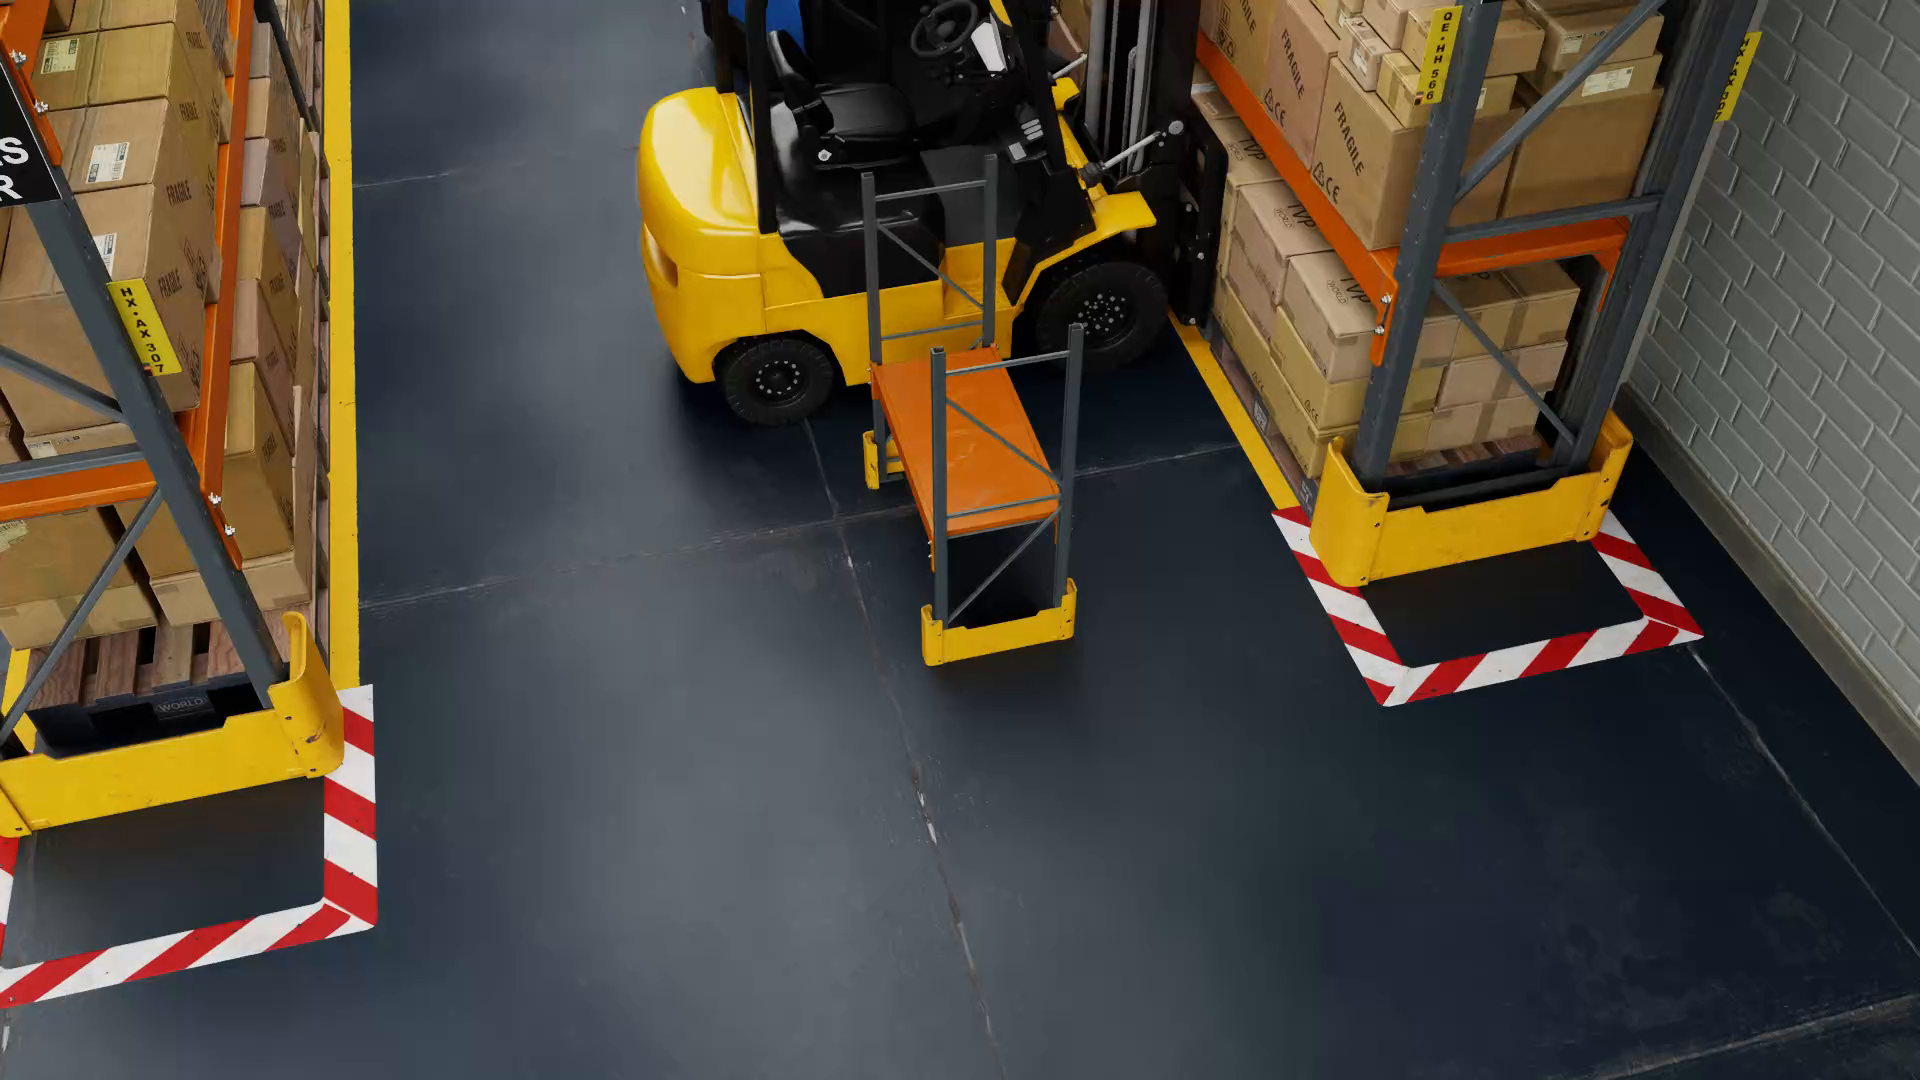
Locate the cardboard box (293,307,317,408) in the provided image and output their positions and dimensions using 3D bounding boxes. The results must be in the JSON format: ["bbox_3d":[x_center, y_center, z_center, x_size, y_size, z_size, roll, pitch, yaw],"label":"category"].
[{"bbox_3d":[-3.006,-0.704,6.971,0.500,0.250,0.500,-8,46,-8],"label":"cardboard box"}]

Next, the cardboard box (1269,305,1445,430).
[{"bbox_3d":[1.579,-0.733,6.649,0.500,0.250,0.500,-11,47,-11],"label":"cardboard box"}]

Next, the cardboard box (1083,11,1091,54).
[{"bbox_3d":[0.939,-2.478,8.359,0.500,0.250,0.500,-11,47,-11],"label":"cardboard box"}]

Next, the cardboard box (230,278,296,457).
[{"bbox_3d":[-2.875,-0.615,6.359,0.500,0.500,0.500,-12,47,-12],"label":"cardboard box"}]

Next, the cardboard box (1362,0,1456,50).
[{"bbox_3d":[1.618,-1.834,5.715,0.380,0.149,0.250,-11,47,-10],"label":"cardboard box"}]

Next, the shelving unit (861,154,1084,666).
[{"bbox_3d":[0.020,-0.472,6.163,0.587,1.500,1.083,-11,47,-10],"label":"shelving unit"}]

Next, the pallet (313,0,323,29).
[{"bbox_3d":[-4.332,-3.351,9.886,1.003,0.211,1.213,-11,47,-10],"label":"pallet"}]

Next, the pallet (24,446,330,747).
[{"bbox_3d":[-2.984,0.172,6.434,1.003,0.211,1.213,-11,47,-10],"label":"pallet"}]

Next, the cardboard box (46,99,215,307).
[{"bbox_3d":[-2.780,-1.058,5.408,0.500,0.500,0.500,-9,46,-9],"label":"cardboard box"}]

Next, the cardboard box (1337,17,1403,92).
[{"bbox_3d":[1.553,-1.716,5.807,0.380,0.149,0.250,-10,46,-10],"label":"cardboard box"}]

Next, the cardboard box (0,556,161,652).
[{"bbox_3d":[-3.264,0.106,6.177,0.500,0.250,0.500,-11,47,-11],"label":"cardboard box"}]

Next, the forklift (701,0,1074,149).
[{"bbox_3d":[-0.144,-3.296,7.928,1.130,2.935,3.031,-30,53,-26],"label":"forklift"}]

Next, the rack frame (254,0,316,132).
[{"bbox_3d":[-3.815,-2.946,7.537,1.000,3.000,0.127,-11,47,-10],"label":"rack frame"}]

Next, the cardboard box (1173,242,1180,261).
[{"bbox_3d":[1.188,-1.592,7.841,0.500,0.250,0.500,-9,46,-9],"label":"cardboard box"}]

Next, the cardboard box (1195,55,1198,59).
[{"bbox_3d":[1.062,-2.303,7.838,0.500,0.250,0.500,-9,46,-9],"label":"cardboard box"}]

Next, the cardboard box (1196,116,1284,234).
[{"bbox_3d":[1.312,-1.588,7.137,0.500,0.250,0.500,-10,46,-10],"label":"cardboard box"}]

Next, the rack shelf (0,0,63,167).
[{"bbox_3d":[-3.303,-2.363,5.369,1.077,0.370,4.000,-11,47,-10],"label":"rack shelf"}]

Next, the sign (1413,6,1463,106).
[{"bbox_3d":[1.478,-1.493,5.136,0.100,0.325,0.005,-11,47,-10],"label":"sign"}]

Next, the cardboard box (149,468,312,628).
[{"bbox_3d":[-2.730,0.024,6.258,0.500,0.250,0.500,-11,47,-11],"label":"cardboard box"}]

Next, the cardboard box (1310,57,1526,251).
[{"bbox_3d":[1.626,-1.421,5.972,0.500,0.500,0.500,-12,47,-11],"label":"cardboard box"}]

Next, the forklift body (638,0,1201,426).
[{"bbox_3d":[-0.243,-1.773,6.982,2.313,2.155,1.214,-11,47,-10],"label":"forklift body"}]

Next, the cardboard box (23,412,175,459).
[{"bbox_3d":[-2.678,-0.369,5.187,0.380,0.149,0.250,-11,47,-10],"label":"cardboard box"}]

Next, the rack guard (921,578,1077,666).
[{"bbox_3d":[0.147,0.309,6.272,0.587,0.250,0.087,-11,47,-10],"label":"rack guard"}]

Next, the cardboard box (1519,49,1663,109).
[{"bbox_3d":[2.170,-1.638,5.731,0.380,0.149,0.250,-12,47,-11],"label":"cardboard box"}]

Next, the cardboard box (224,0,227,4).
[{"bbox_3d":[-3.322,-2.470,6.792,0.500,0.500,0.500,-9,46,-9],"label":"cardboard box"}]

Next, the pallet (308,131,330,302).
[{"bbox_3d":[-3.609,-1.513,8.085,1.003,0.211,1.213,-11,47,-10],"label":"pallet"}]

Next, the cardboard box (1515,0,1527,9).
[{"bbox_3d":[2.119,-1.926,5.805,0.380,0.149,0.250,-9,46,-9],"label":"cardboard box"}]

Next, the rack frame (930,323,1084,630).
[{"bbox_3d":[0.152,-0.115,5.813,0.500,1.500,0.032,-11,47,-10],"label":"rack frame"}]

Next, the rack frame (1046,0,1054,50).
[{"bbox_3d":[0.982,-3.856,8.429,1.000,3.000,0.127,-11,47,-10],"label":"rack frame"}]

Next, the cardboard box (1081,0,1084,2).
[{"bbox_3d":[0.803,-2.999,8.520,0.500,0.250,0.500,-11,47,-11],"label":"cardboard box"}]

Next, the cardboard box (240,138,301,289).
[{"bbox_3d":[-3.141,-1.331,7.060,0.500,0.500,0.500,-8,46,-8],"label":"cardboard box"}]

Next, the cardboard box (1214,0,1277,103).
[{"bbox_3d":[1.371,-2.135,6.672,0.500,0.500,0.500,-12,47,-11],"label":"cardboard box"}]

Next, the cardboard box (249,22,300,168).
[{"bbox_3d":[-3.404,-2.034,7.749,0.500,0.500,0.500,-11,47,-11],"label":"cardboard box"}]

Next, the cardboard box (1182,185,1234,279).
[{"bbox_3d":[1.309,-1.434,7.336,0.500,0.250,0.500,-12,47,-11],"label":"cardboard box"}]

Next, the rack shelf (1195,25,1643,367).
[{"bbox_3d":[1.494,-2.223,7.332,1.077,0.370,4.000,-11,47,-10],"label":"rack shelf"}]

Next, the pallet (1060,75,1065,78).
[{"bbox_3d":[1.145,-2.323,8.879,1.003,0.211,1.213,-11,47,-10],"label":"pallet"}]

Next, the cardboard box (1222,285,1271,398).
[{"bbox_3d":[1.462,-0.891,7.154,0.500,0.250,0.500,-11,47,-10],"label":"cardboard box"}]

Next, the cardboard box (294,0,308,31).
[{"bbox_3d":[-4.139,-3.030,9.166,0.950,0.372,0.625,-8,46,-8],"label":"cardboard box"}]

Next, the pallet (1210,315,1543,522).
[{"bbox_3d":[1.770,-0.639,7.228,1.003,0.211,1.213,-11,47,-10],"label":"pallet"}]

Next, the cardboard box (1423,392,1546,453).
[{"bbox_3d":[2.070,-0.654,6.922,0.500,0.250,0.500,-11,47,-10],"label":"cardboard box"}]

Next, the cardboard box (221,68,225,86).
[{"bbox_3d":[-3.138,-1.809,6.598,0.380,0.149,0.250,-11,47,-11],"label":"cardboard box"}]

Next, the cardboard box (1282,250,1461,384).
[{"bbox_3d":[1.587,-0.890,6.453,0.500,0.250,0.500,-9,46,-9],"label":"cardboard box"}]

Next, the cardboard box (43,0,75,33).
[{"bbox_3d":[-3.479,-2.040,5.671,0.700,0.500,0.500,-11,47,-11],"label":"cardboard box"}]

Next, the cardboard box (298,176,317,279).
[{"bbox_3d":[-3.258,-1.406,7.658,0.500,0.250,0.500,-12,47,-11],"label":"cardboard box"}]

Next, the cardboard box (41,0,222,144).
[{"bbox_3d":[-3.050,-1.759,6.096,0.500,0.500,0.500,-12,47,-11],"label":"cardboard box"}]

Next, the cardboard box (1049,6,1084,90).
[{"bbox_3d":[0.786,-2.646,8.874,0.500,0.250,0.500,-10,46,-10],"label":"cardboard box"}]

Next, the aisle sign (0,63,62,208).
[{"bbox_3d":[-2.476,-1.108,3.915,0.394,0.787,0.004,-11,47,-10],"label":"aisle sign"}]

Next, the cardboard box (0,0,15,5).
[{"bbox_3d":[-2.562,-1.435,4.131,0.380,0.149,0.250,-11,47,-10],"label":"cardboard box"}]

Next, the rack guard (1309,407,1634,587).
[{"bbox_3d":[2.012,-0.203,6.599,1.175,0.500,0.348,-11,47,-10],"label":"rack guard"}]

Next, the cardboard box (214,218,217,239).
[{"bbox_3d":[-2.865,-1.094,5.898,0.380,0.149,0.250,-10,46,-9],"label":"cardboard box"}]

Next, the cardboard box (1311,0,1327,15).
[{"bbox_3d":[1.493,-2.079,6.163,0.380,0.149,0.250,-11,47,-11],"label":"cardboard box"}]

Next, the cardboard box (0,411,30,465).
[{"bbox_3d":[-3.094,-0.315,5.135,0.380,0.149,0.250,-9,46,-9],"label":"cardboard box"}]
